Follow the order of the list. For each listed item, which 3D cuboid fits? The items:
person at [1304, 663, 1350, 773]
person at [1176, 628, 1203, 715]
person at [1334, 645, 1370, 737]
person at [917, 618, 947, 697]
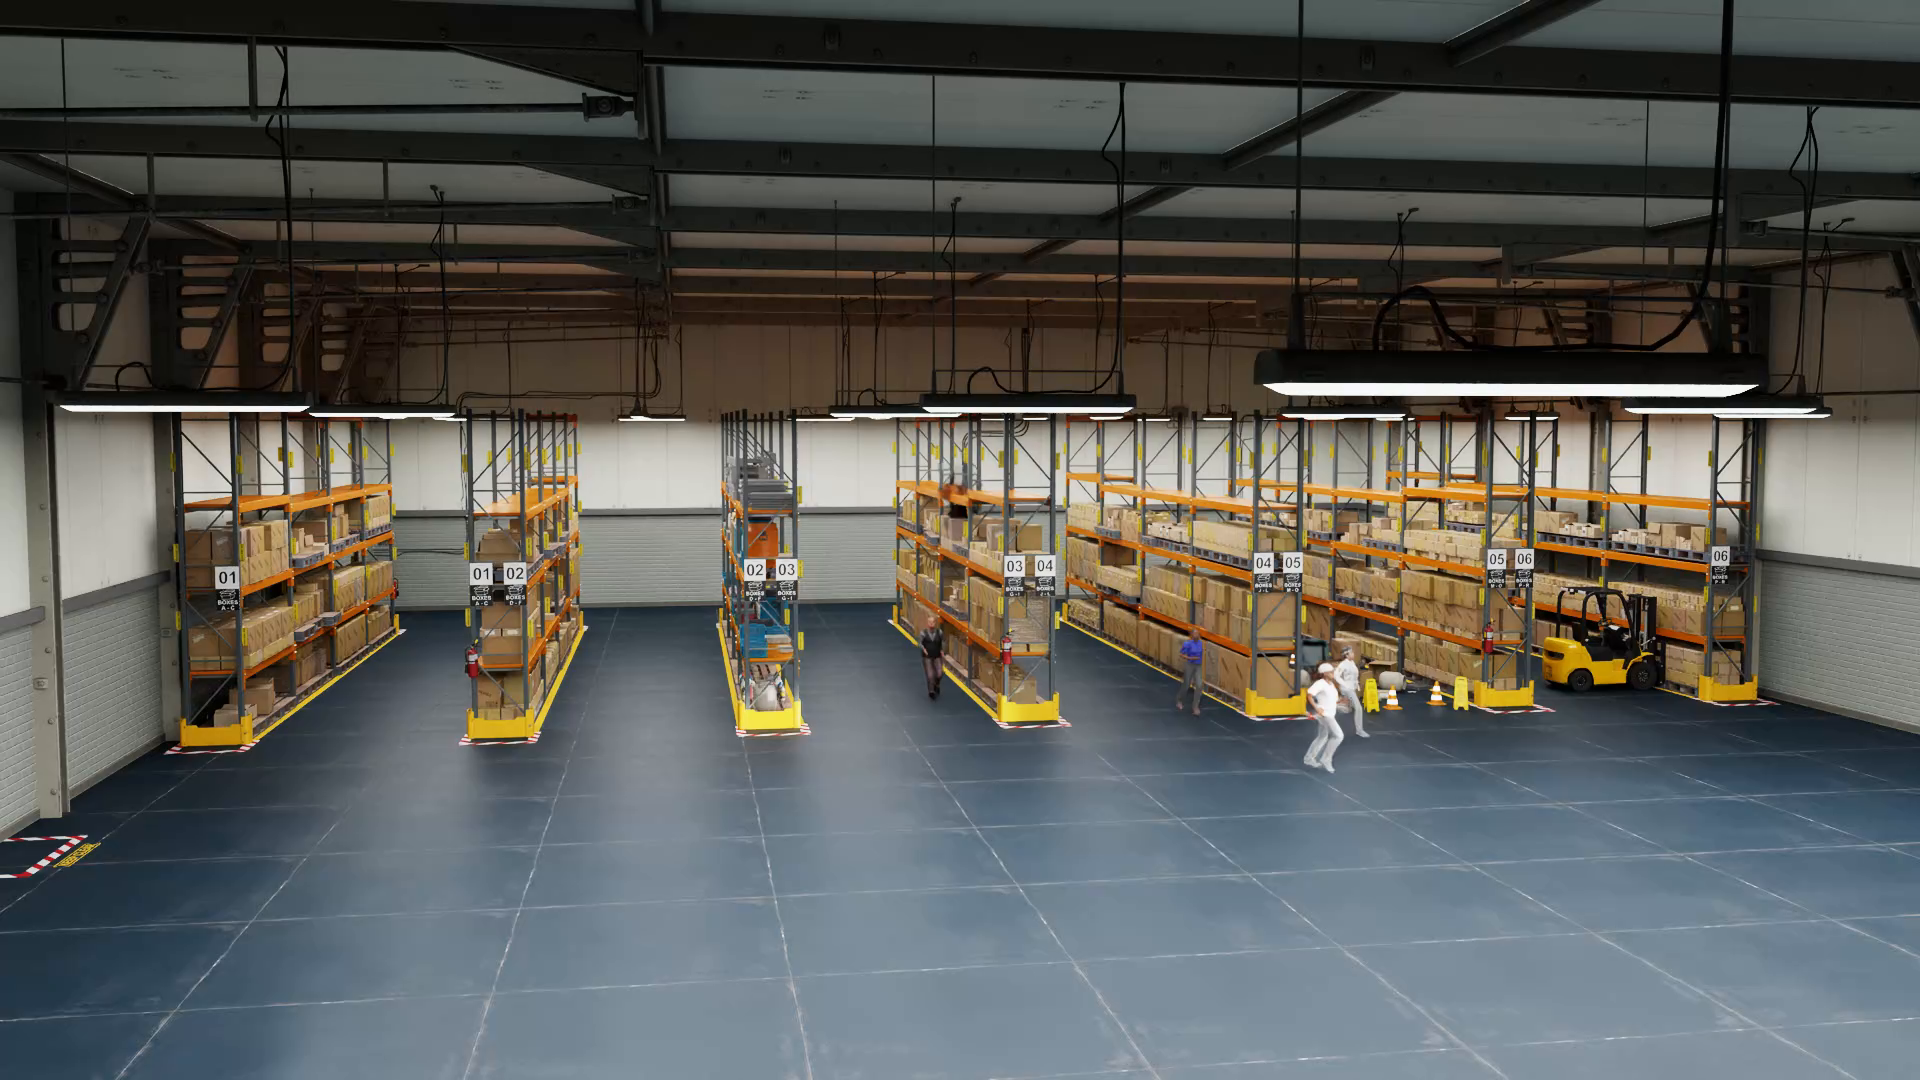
[{"bbox_3d":[6.056,2.936,27.468,0.739,1.803,0.672,2,4,21],"label":"person"},{"bbox_3d":[4.610,2.599,33.053,0.603,1.699,0.799,-2,4,-22],"label":"person"},{"bbox_3d":[7.130,2.775,30.699,0.934,1.684,0.603,2,5,28],"label":"person"},{"bbox_3d":[-0.568,2.458,34.665,0.635,1.673,0.564,-1,4,-8],"label":"person"}]
